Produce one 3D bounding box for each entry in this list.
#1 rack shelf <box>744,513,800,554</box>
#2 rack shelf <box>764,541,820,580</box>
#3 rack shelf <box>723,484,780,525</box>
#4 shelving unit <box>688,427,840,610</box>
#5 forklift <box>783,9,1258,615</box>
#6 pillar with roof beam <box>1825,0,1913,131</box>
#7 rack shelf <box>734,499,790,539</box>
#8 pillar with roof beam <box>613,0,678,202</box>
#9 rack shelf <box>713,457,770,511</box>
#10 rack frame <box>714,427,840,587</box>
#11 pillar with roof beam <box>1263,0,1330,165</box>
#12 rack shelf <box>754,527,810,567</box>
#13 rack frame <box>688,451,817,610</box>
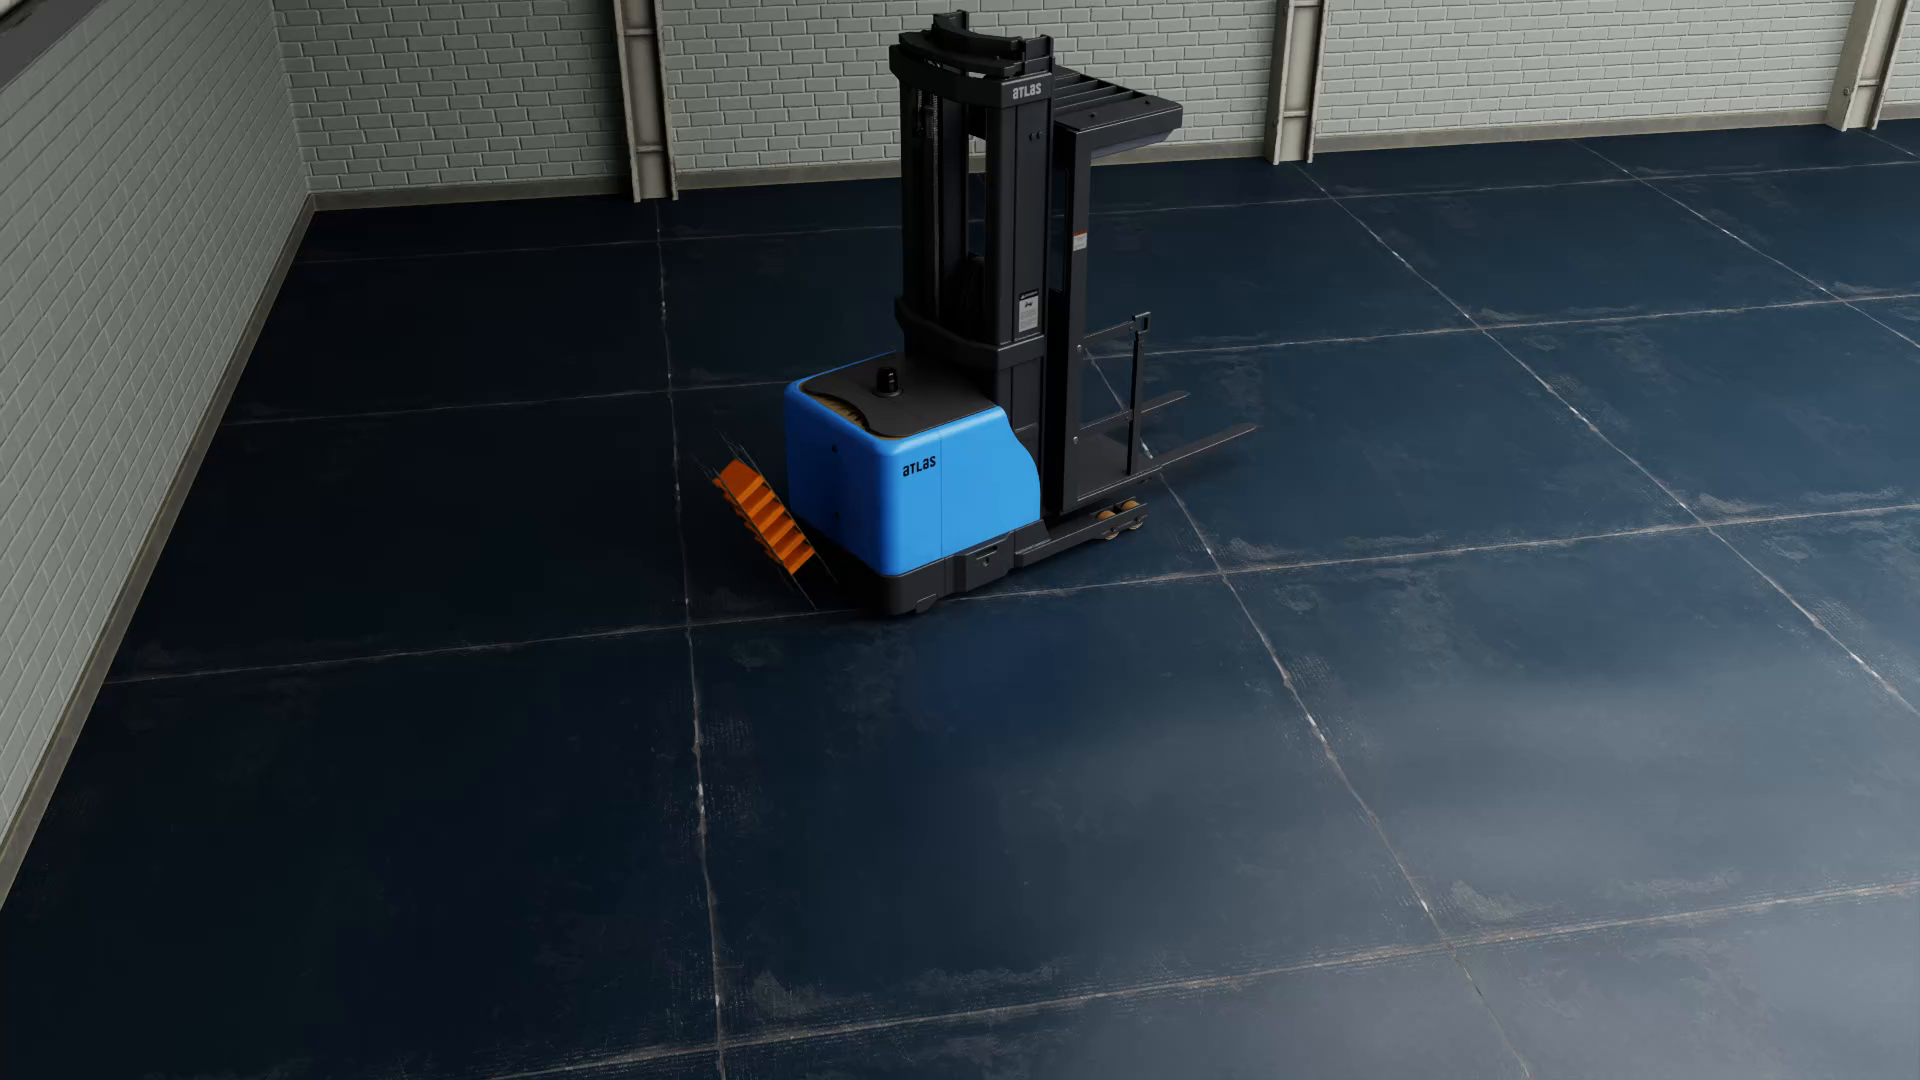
[{"bbox_3d":[-1.000,-0.069,8.810,0.180,0.103,0.258,-45,46,-14],"label":"rack shelf"},{"bbox_3d":[-0.912,0.078,8.978,0.180,0.103,0.258,-45,46,-14],"label":"rack shelf"},{"bbox_3d":[-1.088,-0.216,8.642,0.180,0.103,0.258,-45,46,-14],"label":"rack shelf"},{"bbox_3d":[-1.017,-0.096,8.779,0.189,1.200,0.258,-45,46,-14],"label":"shelving unit"},{"bbox_3d":[0.491,-1.457,9.336,3.031,2.935,1.130,-22,37,-32],"label":"forklift"},{"bbox_3d":[9.824,-5.947,10.986,0.400,9.000,9.100,-5,31,-9],"label":"pillar with roof beam"},{"bbox_3d":[-1.044,-0.143,8.726,0.180,0.103,0.258,-45,46,-14],"label":"rack shelf"},{"bbox_3d":[-1.980,-4.852,9.123,0.400,9.000,9.100,-5,31,-9],"label":"pillar with roof beam"},{"bbox_3d":[-1.132,-0.289,8.558,0.180,0.103,0.258,-45,46,-14],"label":"rack shelf"},{"bbox_3d":[-0.954,-0.159,8.801,0.006,1.200,0.240,-45,46,-14],"label":"rack frame"},{"bbox_3d":[3.922,-5.399,10.055,0.400,9.000,9.100,-5,31,-9],"label":"pillar with roof beam"},{"bbox_3d":[-0.956,0.004,8.894,0.180,0.103,0.258,-45,46,-14],"label":"rack shelf"},{"bbox_3d":[-1.080,-0.034,8.757,0.006,1.200,0.240,-45,46,-14],"label":"rack frame"}]
